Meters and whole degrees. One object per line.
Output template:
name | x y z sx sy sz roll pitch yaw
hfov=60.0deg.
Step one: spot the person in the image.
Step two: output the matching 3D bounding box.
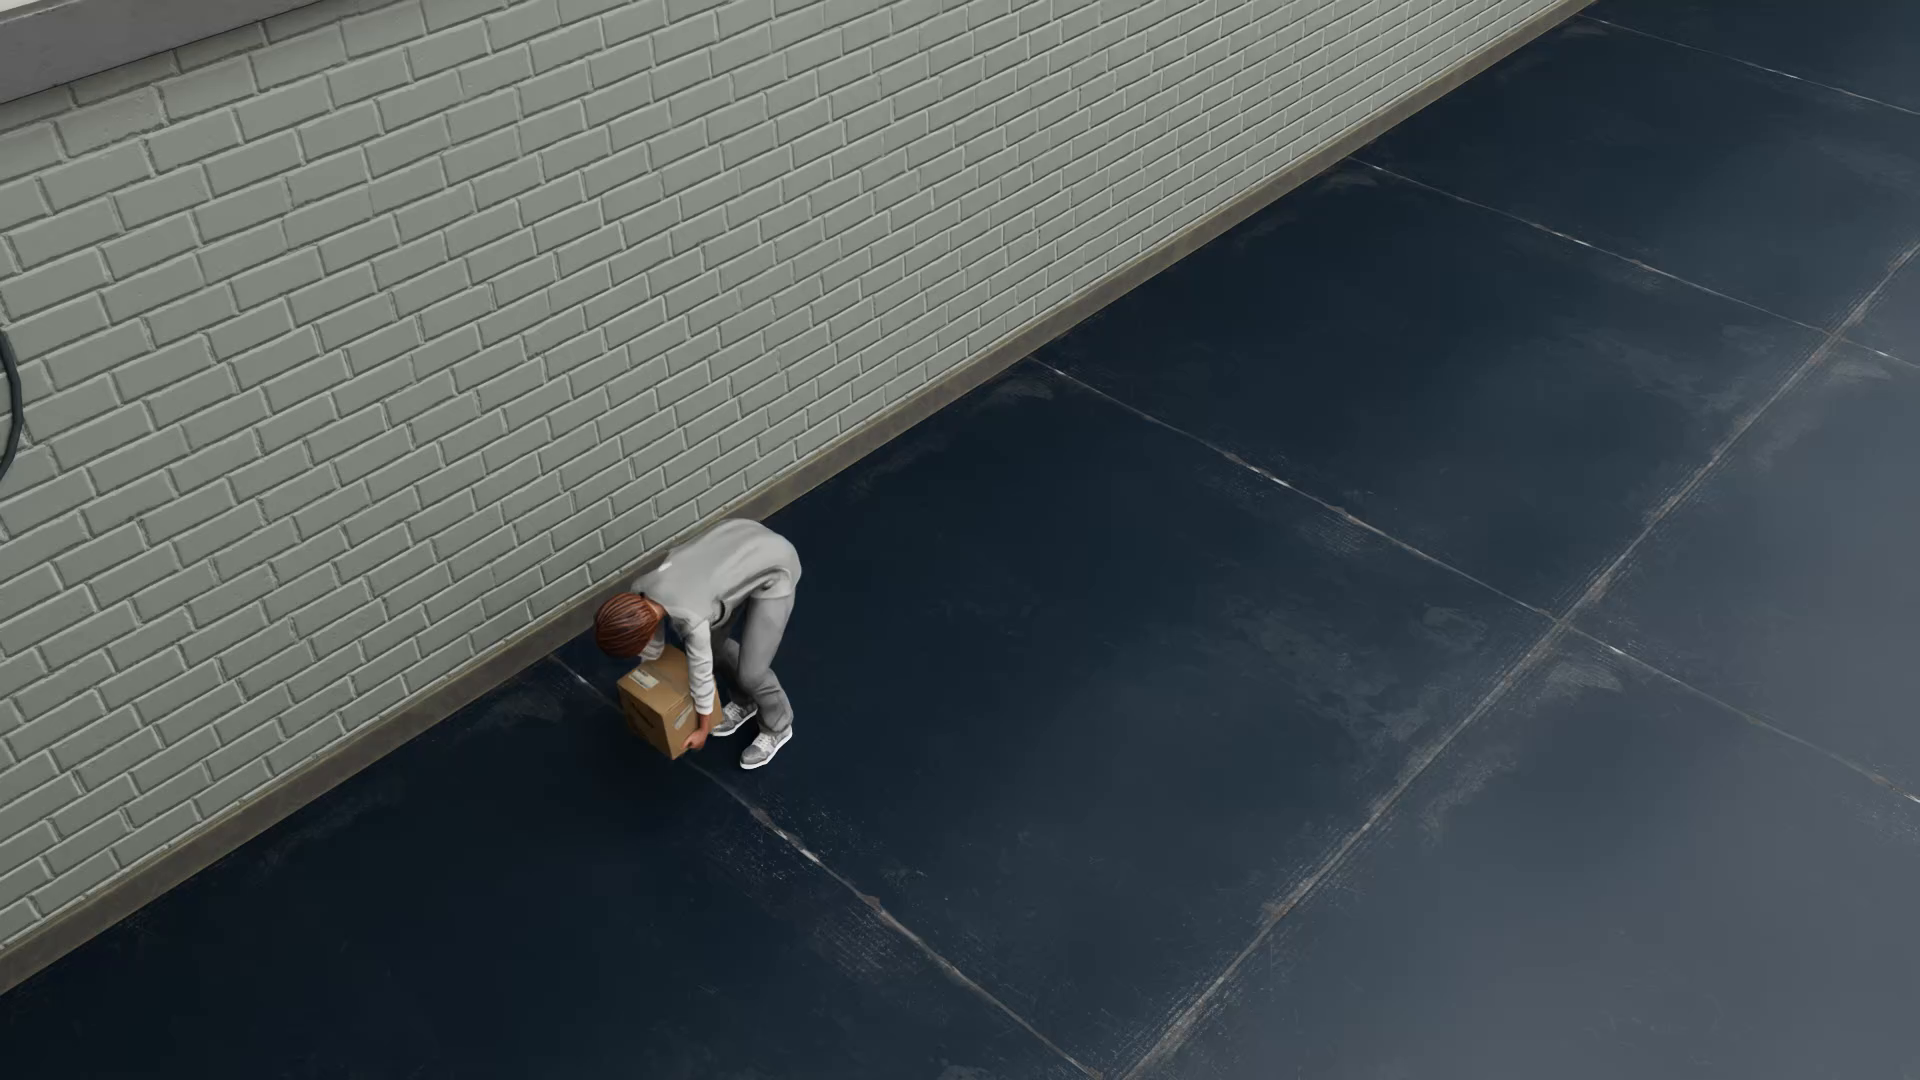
person | -0.929 0.448 6.055 0.387 1.051 0.864 29 48 30
